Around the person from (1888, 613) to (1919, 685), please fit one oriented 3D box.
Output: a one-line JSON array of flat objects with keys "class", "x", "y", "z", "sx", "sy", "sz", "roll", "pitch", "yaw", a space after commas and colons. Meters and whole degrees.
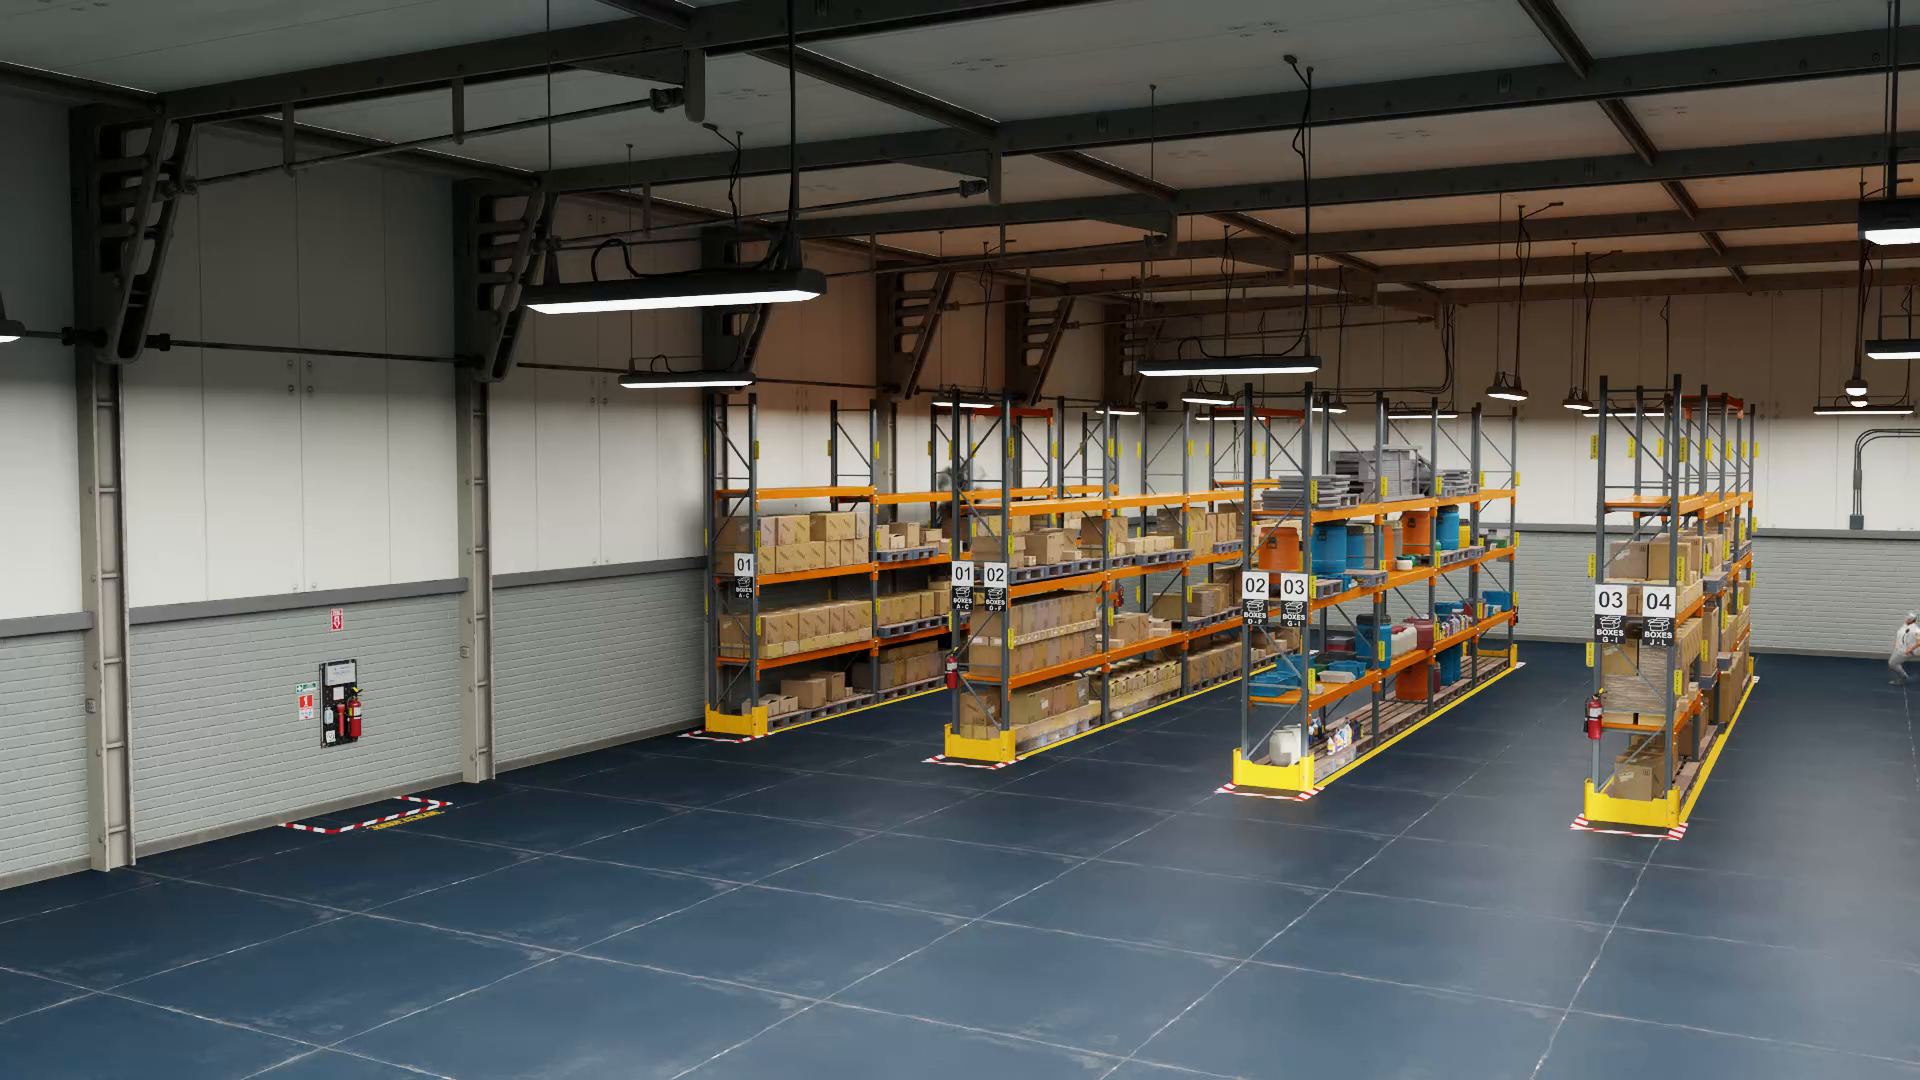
[{"class": "person", "x": 20.022, "y": 2.317, "z": 35.329, "sx": 0.579, "sy": 1.569, "sz": 0.718, "roll": 1, "pitch": 3, "yaw": 13}]
